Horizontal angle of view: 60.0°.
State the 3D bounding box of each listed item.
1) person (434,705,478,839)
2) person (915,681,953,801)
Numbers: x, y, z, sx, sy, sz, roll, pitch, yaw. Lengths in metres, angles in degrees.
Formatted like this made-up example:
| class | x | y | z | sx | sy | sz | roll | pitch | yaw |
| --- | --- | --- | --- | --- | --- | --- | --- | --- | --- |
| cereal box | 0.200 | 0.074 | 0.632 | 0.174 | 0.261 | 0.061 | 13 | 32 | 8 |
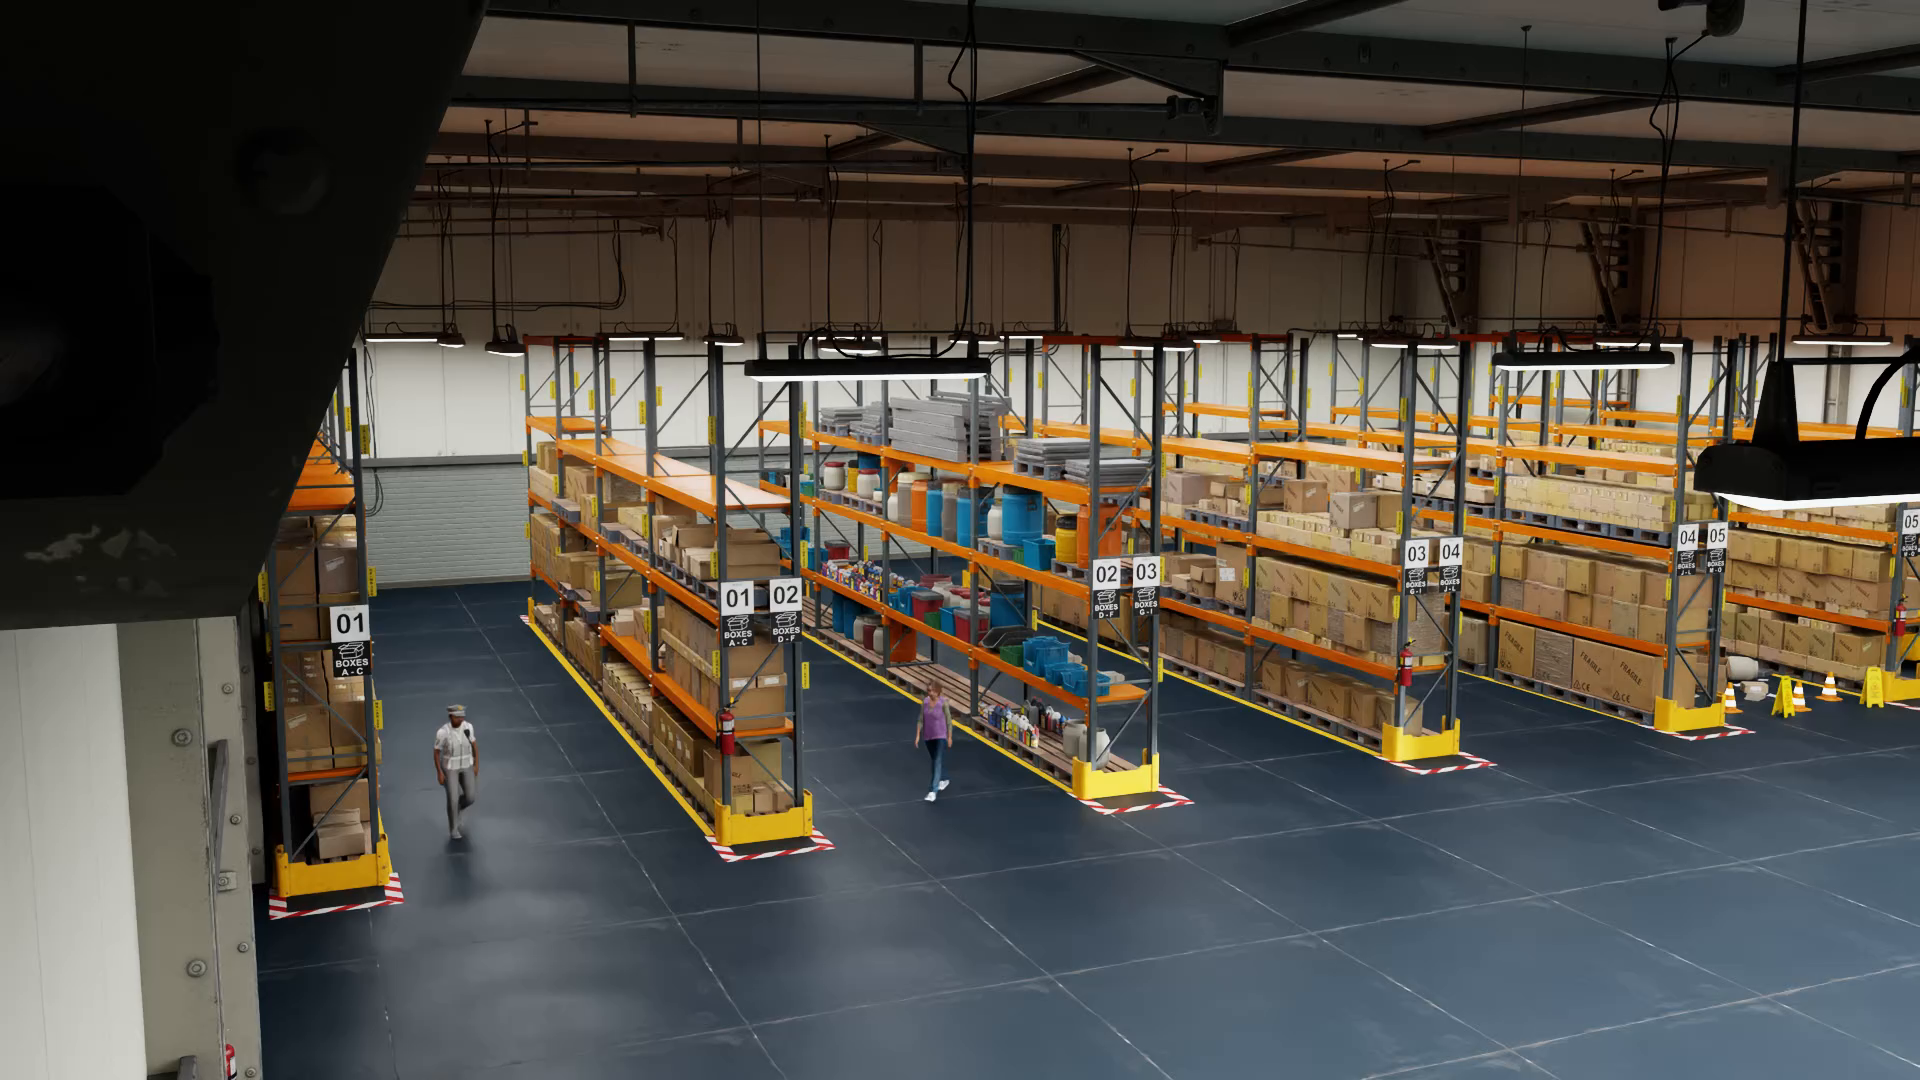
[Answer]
| class | x | y | z | sx | sy | sz | roll | pitch | yaw |
| --- | --- | --- | --- | --- | --- | --- | --- | --- | --- |
| person | -6.224 | 2.808 | 20.505 | 0.540 | 1.658 | 0.554 | -5 | 9 | -35 |
| person | -0.343 | 2.627 | 22.028 | 0.464 | 1.546 | 0.956 | 5 | 9 | 32 |
